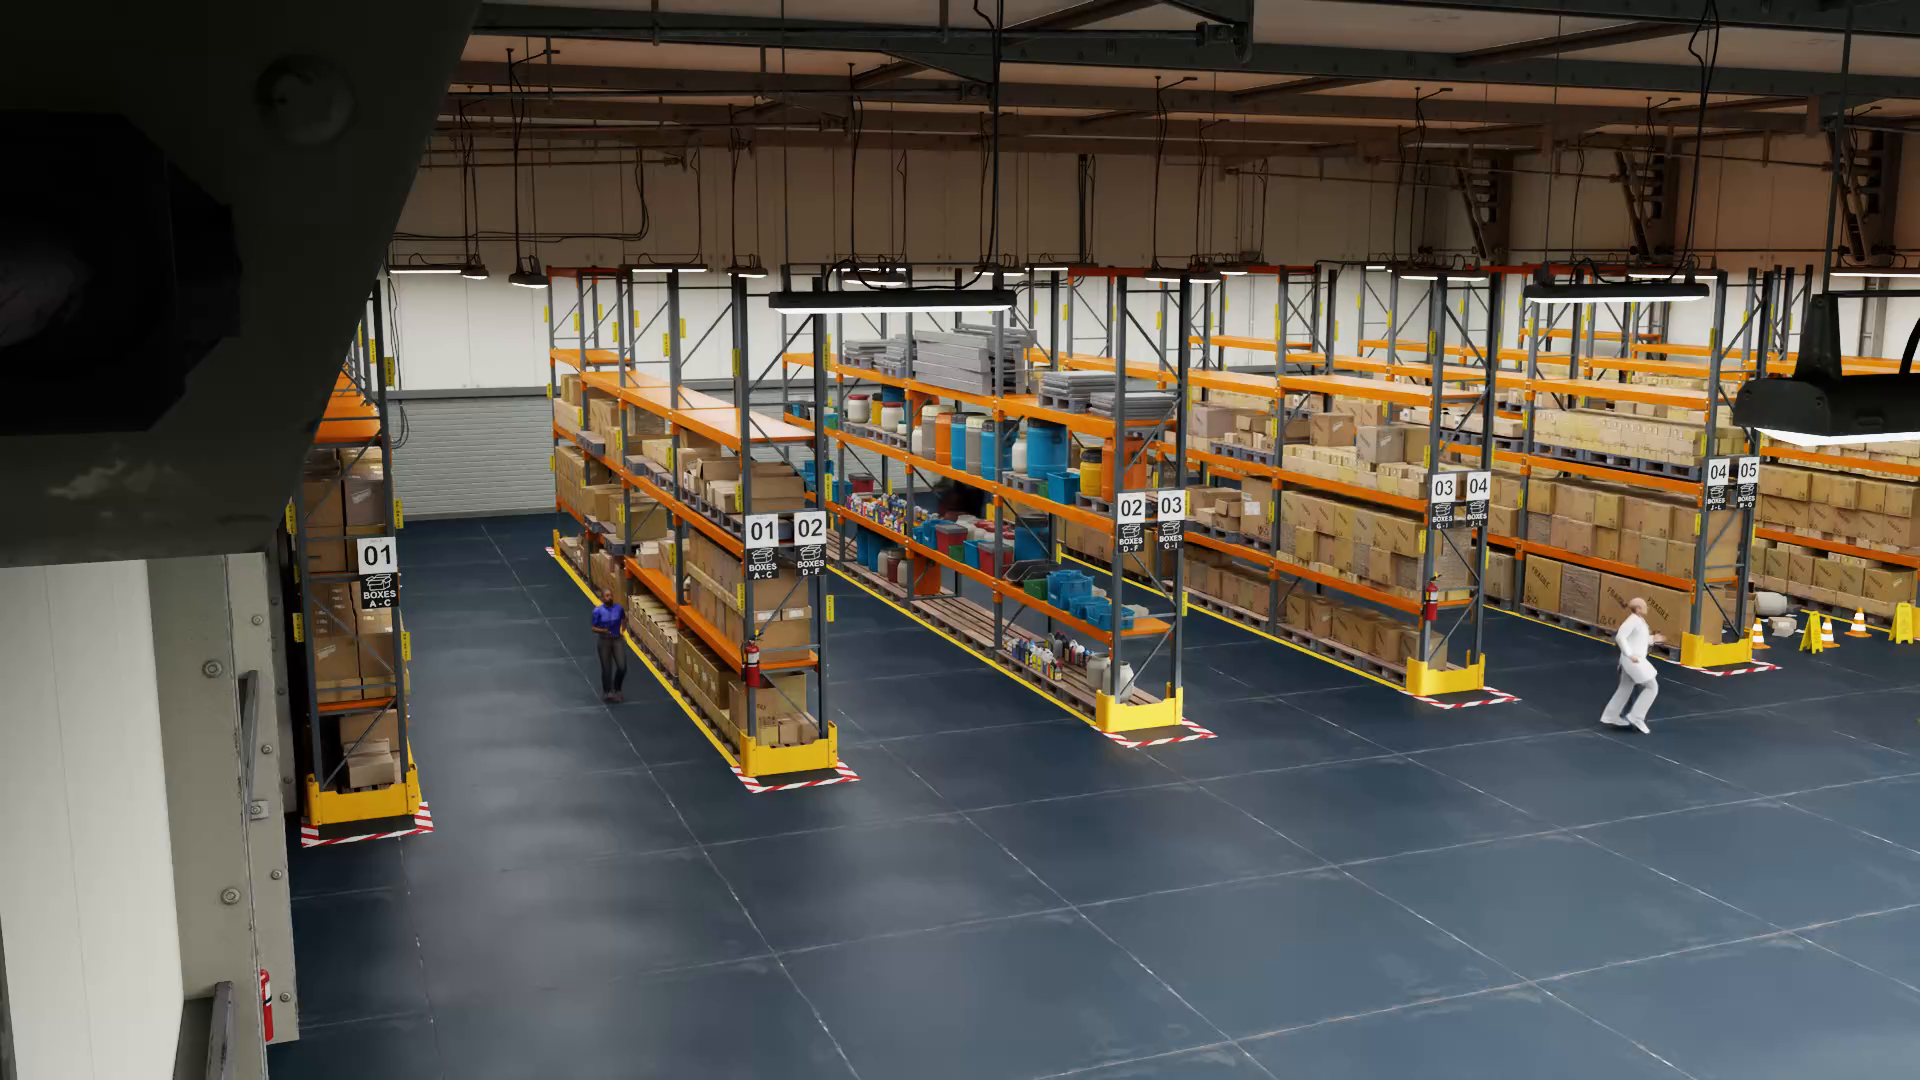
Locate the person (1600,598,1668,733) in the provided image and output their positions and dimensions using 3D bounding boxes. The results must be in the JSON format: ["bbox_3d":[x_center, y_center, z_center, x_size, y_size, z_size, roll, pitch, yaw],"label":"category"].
[{"bbox_3d":[8.967,1.660,22.057,0.786,1.812,0.696,3,10,14],"label":"person"}]

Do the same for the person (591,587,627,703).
[{"bbox_3d":[-4.896,1.497,23.396,0.561,1.647,0.638,-4,11,-24],"label":"person"}]
